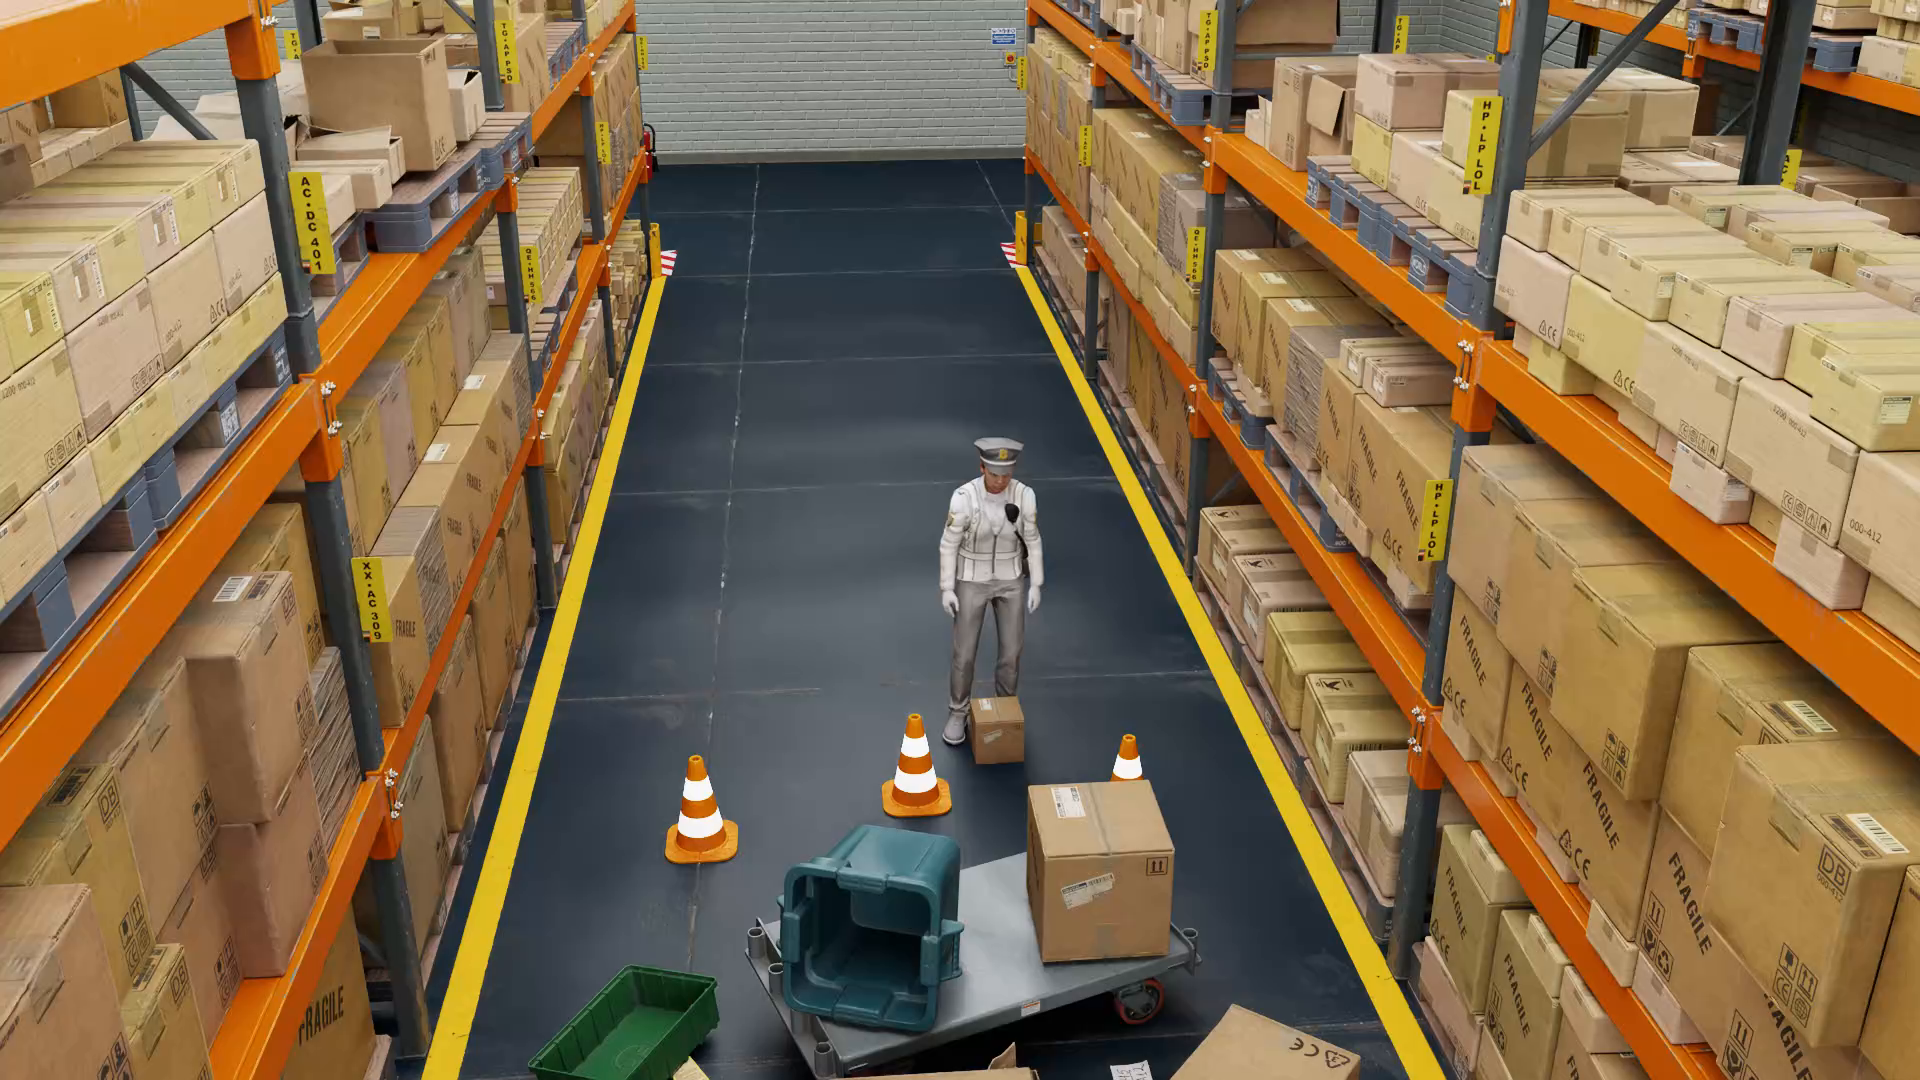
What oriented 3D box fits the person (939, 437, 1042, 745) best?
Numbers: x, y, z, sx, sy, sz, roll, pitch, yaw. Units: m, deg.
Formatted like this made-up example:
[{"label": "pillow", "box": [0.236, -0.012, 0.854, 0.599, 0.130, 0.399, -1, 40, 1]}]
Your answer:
[{"label": "person", "box": [0.156, 0.244, 8.544, 0.528, 1.664, 0.372, -2, 24, -5]}]
